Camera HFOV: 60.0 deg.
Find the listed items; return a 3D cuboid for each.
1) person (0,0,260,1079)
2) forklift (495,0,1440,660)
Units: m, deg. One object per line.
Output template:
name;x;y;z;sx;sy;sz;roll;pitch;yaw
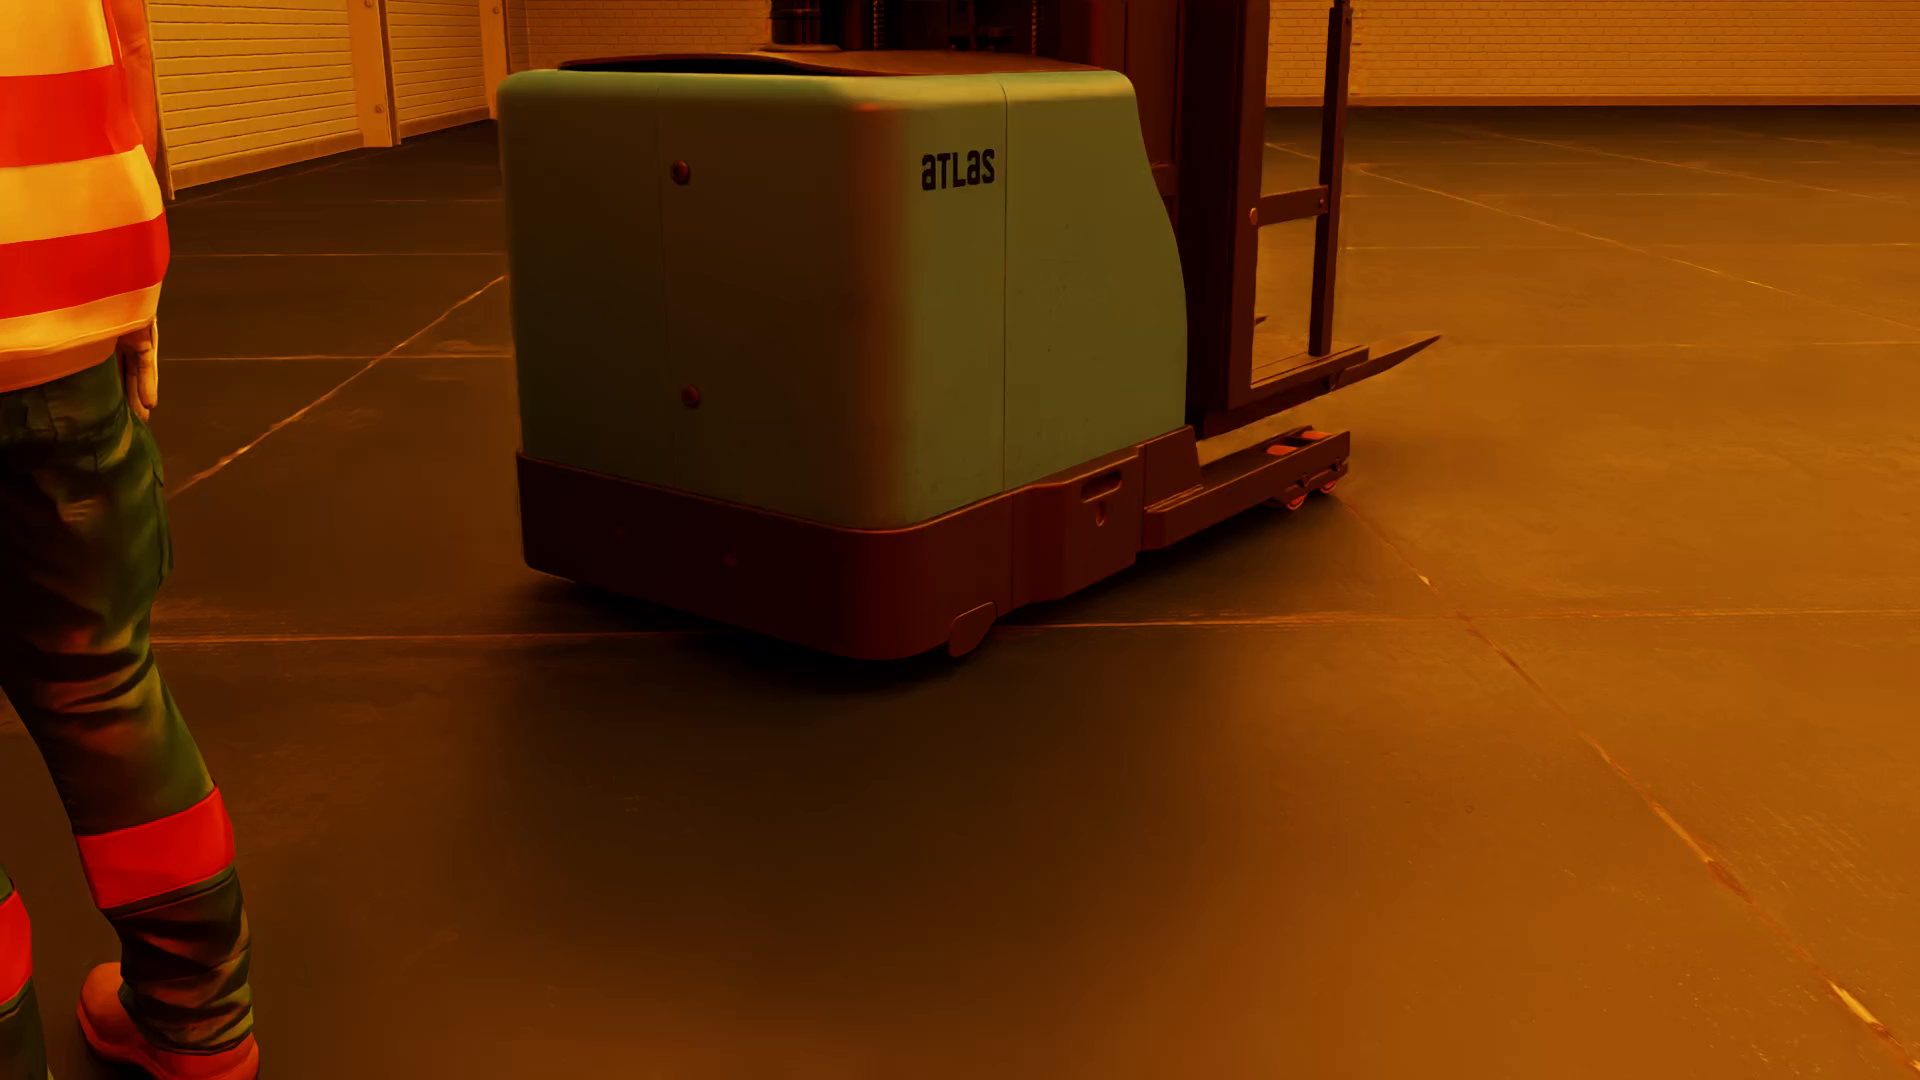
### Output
person;-0.970;-0.190;1.506;0.451;1.778;0.611;6;18;18
forklift;0.359;-1.551;3.978;1.130;2.935;3.031;12;21;35
